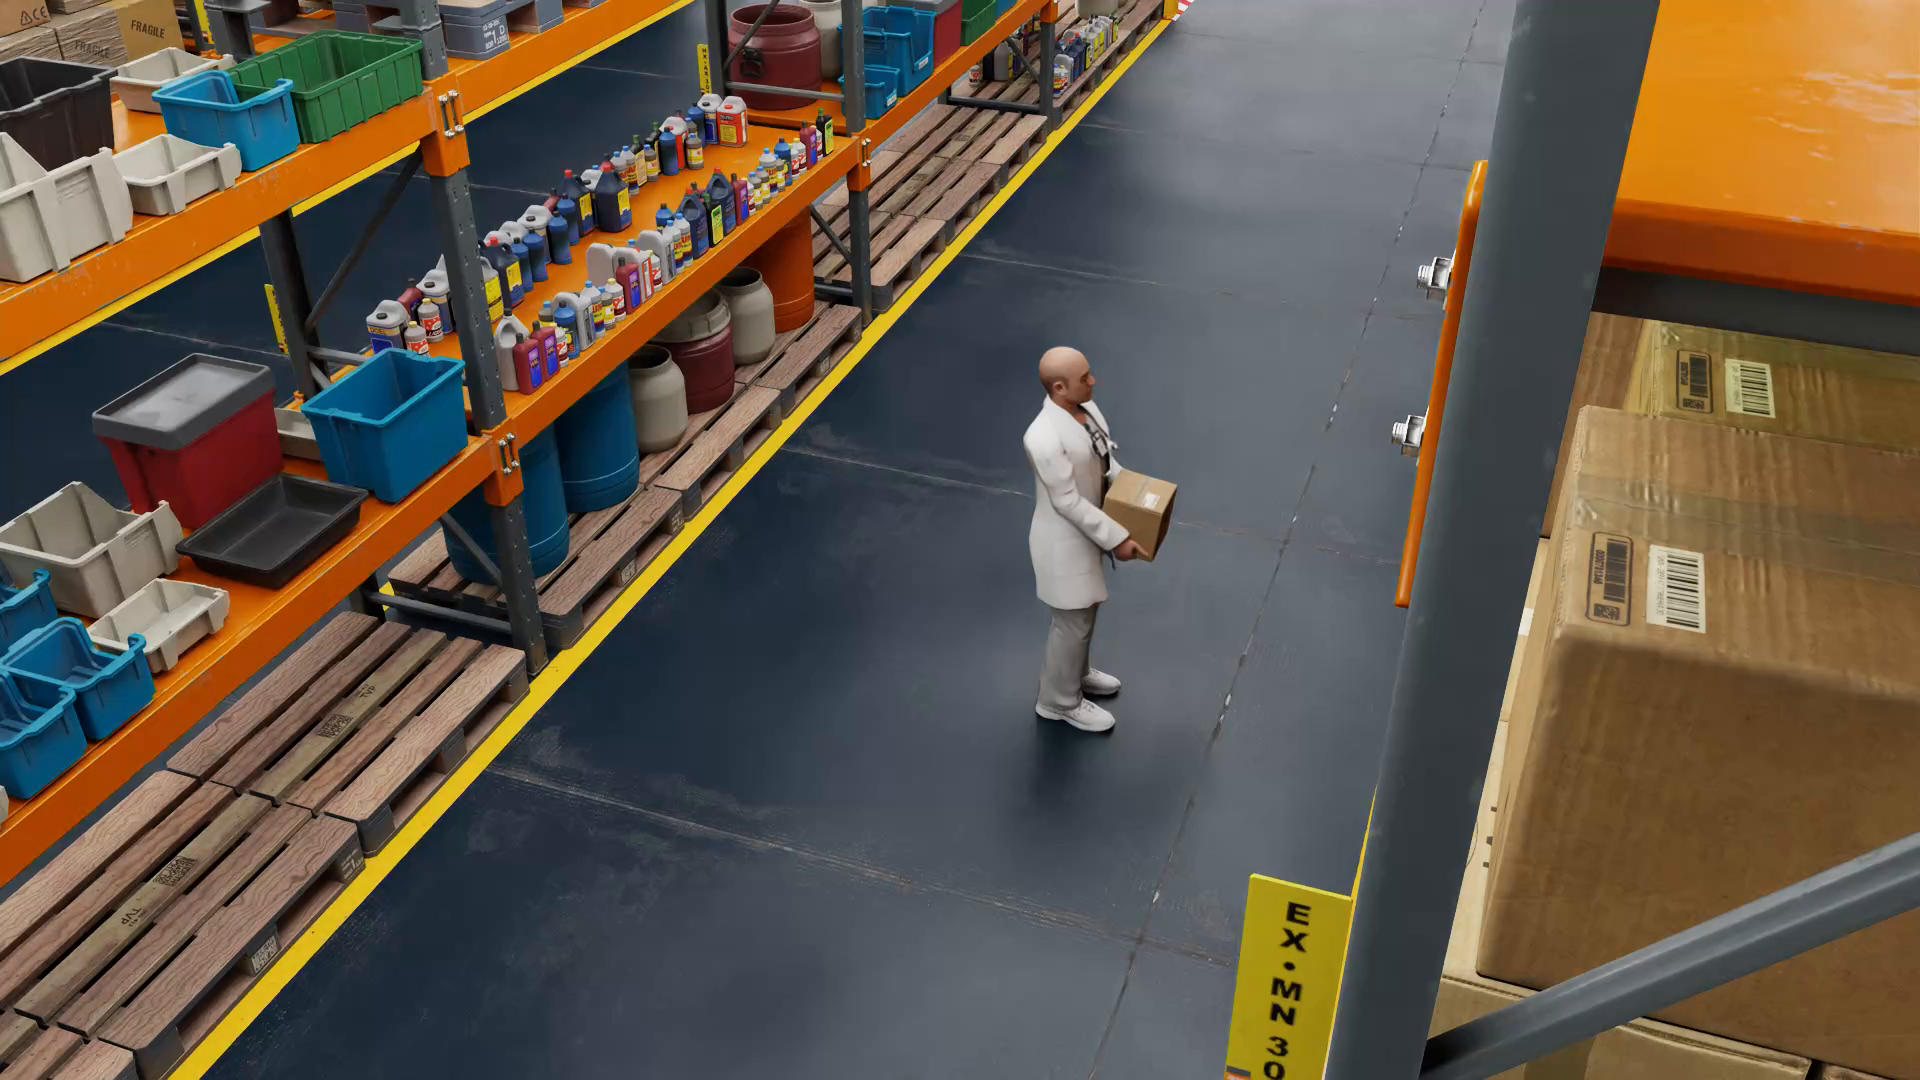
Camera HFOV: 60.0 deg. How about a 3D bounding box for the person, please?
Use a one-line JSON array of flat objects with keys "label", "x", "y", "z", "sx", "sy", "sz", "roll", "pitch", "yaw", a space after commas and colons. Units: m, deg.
[{"label": "person", "x": 0.573, "y": 0.009, "z": 7.145, "sx": 0.553, "sy": 1.772, "sz": 0.529, "roll": 12, "pitch": 35, "yaw": 17}]
